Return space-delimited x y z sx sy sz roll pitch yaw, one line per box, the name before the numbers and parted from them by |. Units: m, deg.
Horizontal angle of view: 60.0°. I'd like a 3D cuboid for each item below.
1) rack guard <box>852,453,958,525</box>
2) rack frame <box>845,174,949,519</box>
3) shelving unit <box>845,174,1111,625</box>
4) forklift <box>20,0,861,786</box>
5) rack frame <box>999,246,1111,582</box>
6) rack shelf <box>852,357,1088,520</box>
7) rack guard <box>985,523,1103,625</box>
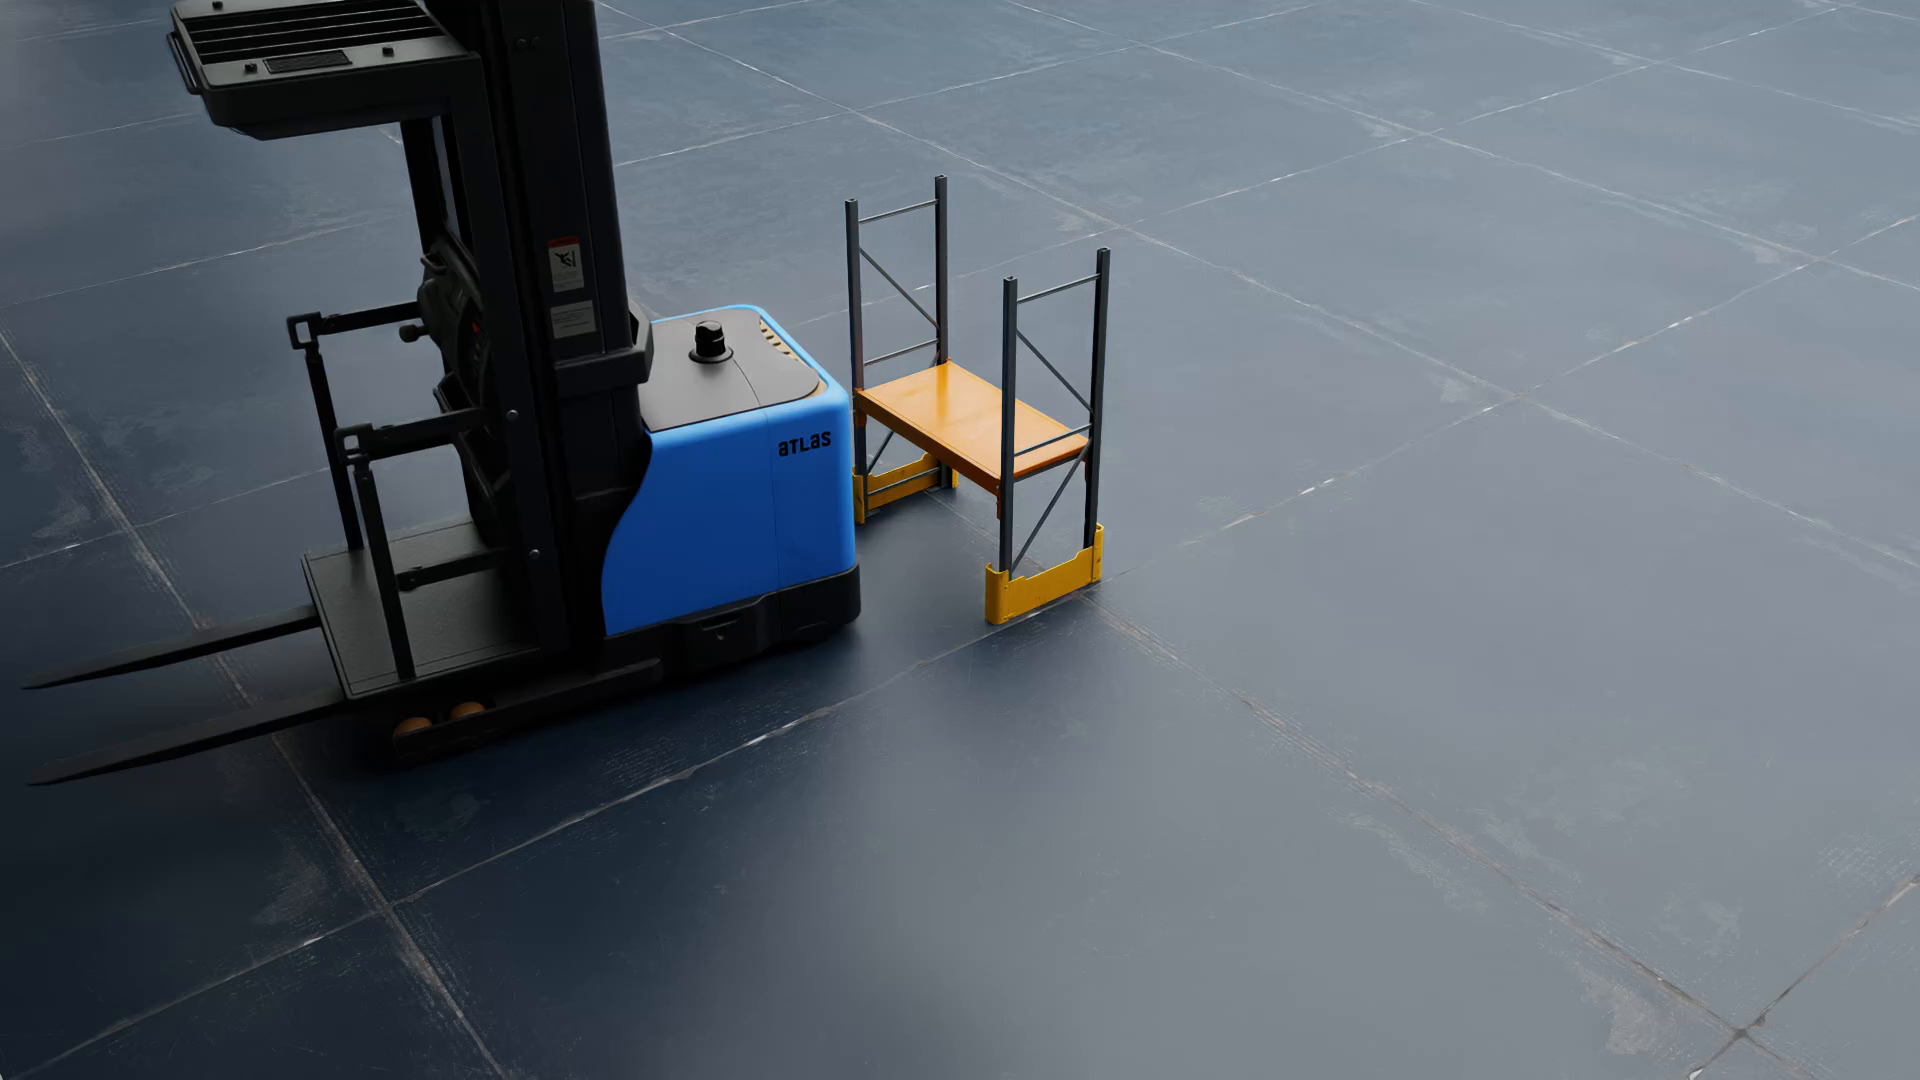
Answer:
rack guard | -0.259 -0.282 7.574 0.587 0.250 0.087 -22 38 -31
rack frame | -0.259 -0.813 7.245 0.500 1.500 0.032 -22 38 -31
shelving unit | 0.047 -0.605 6.910 0.587 1.500 1.083 -22 38 -31
forklift | -1.952 -0.752 5.789 3.031 2.935 1.130 -15 35 -23
rack frame | 0.364 -0.390 6.563 0.500 1.500 0.032 -22 38 -31
rack shelf | 0.052 -0.449 6.999 0.538 0.185 1.000 -22 38 -31
rack guard | 0.352 0.133 6.905 0.587 0.250 0.087 -22 38 -31
